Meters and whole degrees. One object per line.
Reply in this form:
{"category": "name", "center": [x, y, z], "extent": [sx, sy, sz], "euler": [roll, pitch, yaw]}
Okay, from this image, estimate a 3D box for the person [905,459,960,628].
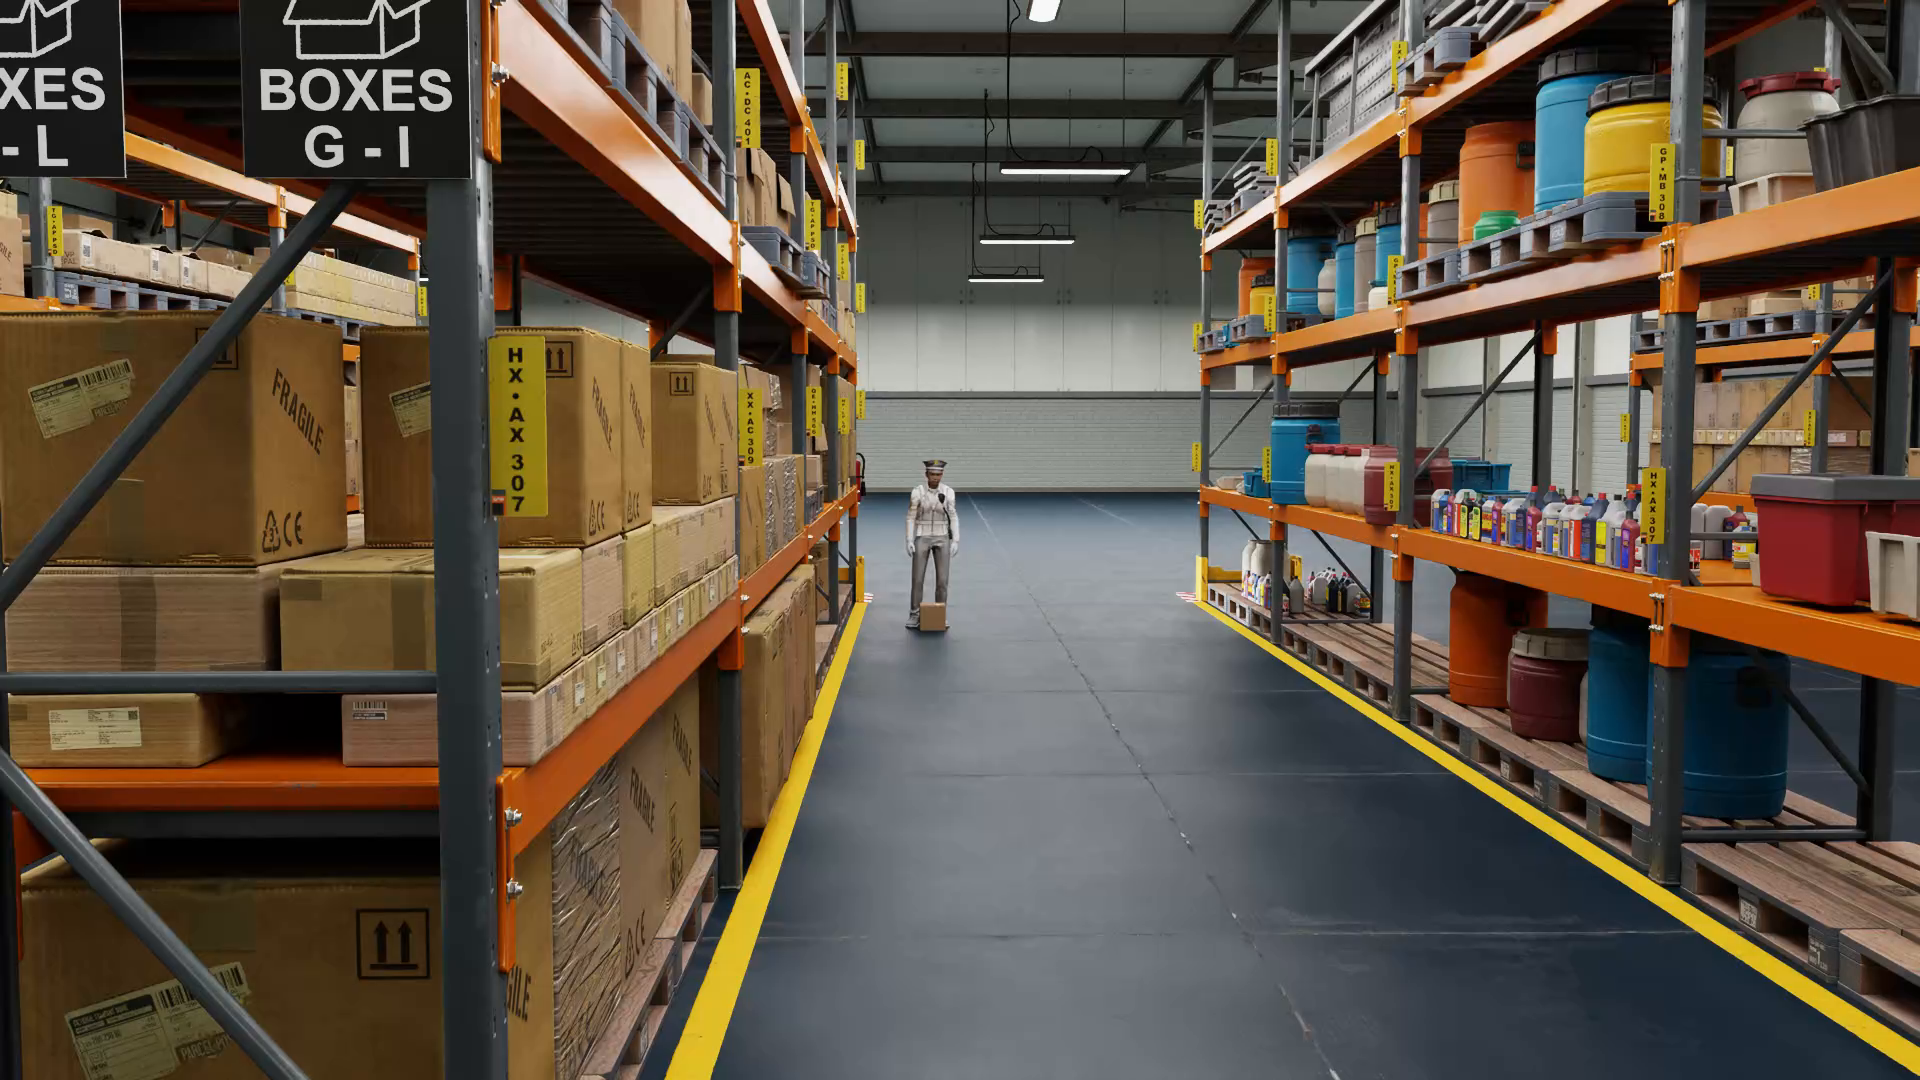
{"category": "person", "center": [-0.275, 0.030, 16.499], "extent": [0.547, 1.666, 0.371], "euler": [0, 4, -5]}
